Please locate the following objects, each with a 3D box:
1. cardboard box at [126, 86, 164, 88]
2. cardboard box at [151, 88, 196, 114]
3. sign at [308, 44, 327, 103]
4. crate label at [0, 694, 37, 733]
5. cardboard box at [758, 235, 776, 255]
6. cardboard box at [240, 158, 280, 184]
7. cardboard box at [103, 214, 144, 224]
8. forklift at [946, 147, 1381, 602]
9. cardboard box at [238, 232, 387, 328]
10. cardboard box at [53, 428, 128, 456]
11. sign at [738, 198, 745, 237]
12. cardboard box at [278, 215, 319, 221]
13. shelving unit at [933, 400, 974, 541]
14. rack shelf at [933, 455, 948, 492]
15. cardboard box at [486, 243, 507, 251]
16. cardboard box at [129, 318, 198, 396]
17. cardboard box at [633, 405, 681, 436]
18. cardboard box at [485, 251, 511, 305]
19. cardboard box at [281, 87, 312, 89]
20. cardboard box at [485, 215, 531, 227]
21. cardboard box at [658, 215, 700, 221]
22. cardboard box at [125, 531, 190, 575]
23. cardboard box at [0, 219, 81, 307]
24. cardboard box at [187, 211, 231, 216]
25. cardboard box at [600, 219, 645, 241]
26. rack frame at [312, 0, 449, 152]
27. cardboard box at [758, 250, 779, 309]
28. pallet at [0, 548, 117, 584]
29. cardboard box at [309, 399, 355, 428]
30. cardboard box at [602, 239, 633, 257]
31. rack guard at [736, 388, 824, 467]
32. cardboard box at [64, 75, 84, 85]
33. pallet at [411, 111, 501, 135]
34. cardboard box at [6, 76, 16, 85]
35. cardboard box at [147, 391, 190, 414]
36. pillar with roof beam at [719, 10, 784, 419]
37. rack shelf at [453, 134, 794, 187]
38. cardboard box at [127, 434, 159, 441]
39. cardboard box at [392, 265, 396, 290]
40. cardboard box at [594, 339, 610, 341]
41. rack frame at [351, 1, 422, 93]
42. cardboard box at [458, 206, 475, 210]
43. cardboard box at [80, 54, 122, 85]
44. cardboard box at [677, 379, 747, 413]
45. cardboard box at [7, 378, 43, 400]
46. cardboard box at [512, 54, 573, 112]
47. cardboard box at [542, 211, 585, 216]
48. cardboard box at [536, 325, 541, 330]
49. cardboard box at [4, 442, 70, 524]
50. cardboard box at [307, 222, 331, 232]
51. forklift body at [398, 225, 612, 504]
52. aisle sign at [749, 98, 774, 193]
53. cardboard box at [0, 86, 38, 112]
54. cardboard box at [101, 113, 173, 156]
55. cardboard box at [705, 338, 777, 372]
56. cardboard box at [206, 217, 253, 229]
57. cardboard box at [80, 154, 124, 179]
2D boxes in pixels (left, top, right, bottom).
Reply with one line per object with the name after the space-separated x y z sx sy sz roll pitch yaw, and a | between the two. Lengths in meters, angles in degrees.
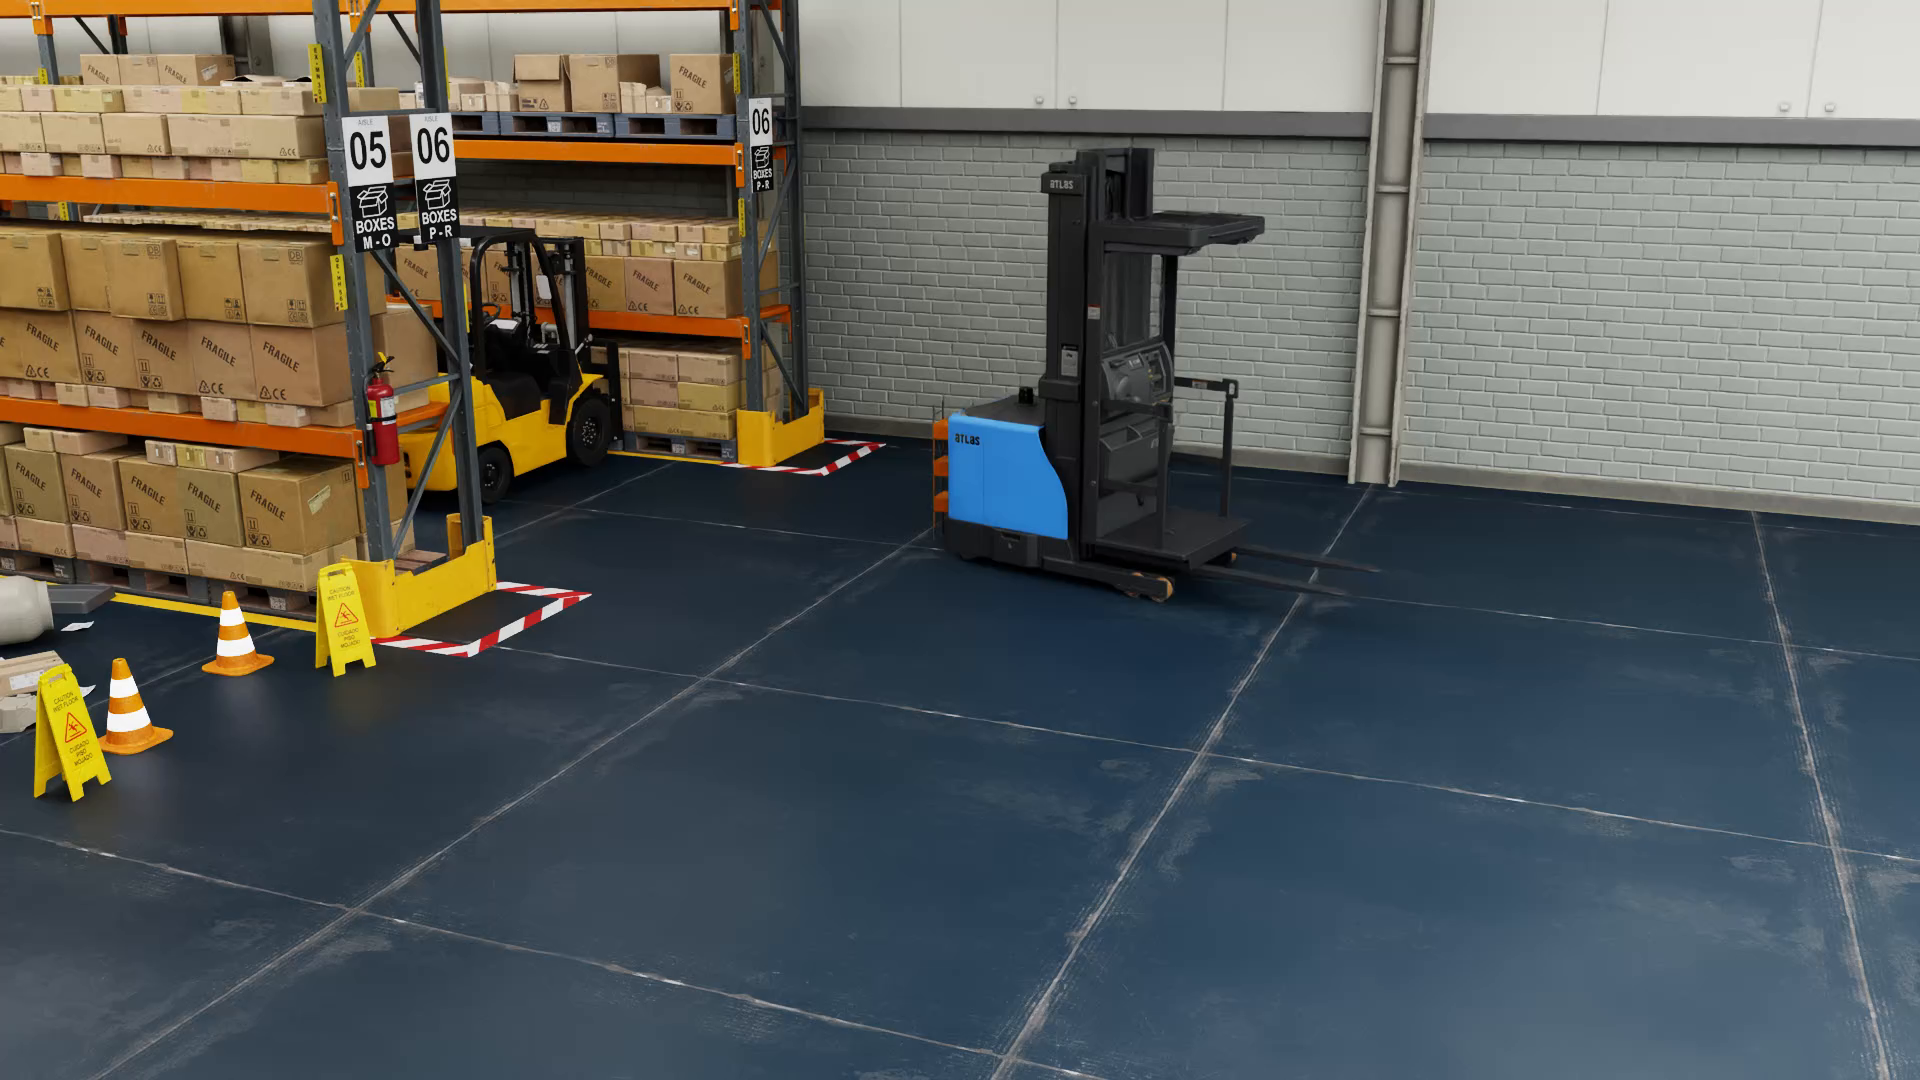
-5.362 -2.976 11.184 0.250 0.149 0.380 7 17 21 | cardboard box
-4.828 -2.758 10.435 0.250 0.149 0.380 6 17 21 | cardboard box
-3.716 -2.697 9.616 0.005 0.325 0.100 6 17 21 | sign
-5.212 0.950 9.155 0.298 0.136 0.250 -2 16 -8 | crate label
-1.896 -2.723 15.329 0.250 0.149 0.380 6 17 19 | cardboard box
-4.172 -2.274 10.198 0.250 0.149 0.380 6 17 21 | cardboard box
-8.681 -3.303 17.329 0.250 0.149 0.380 7 17 22 | cardboard box
1.402 -1.158 11.404 3.031 2.935 1.130 11 19 33 | forklift
-4.049 -1.640 10.437 0.500 0.500 0.700 6 17 19 | cardboard box
-5.940 -0.698 11.368 0.250 0.149 0.380 7 18 24 | cardboard box
-1.888 -2.792 14.408 0.005 0.325 0.100 6 17 21 | sign
-6.812 -3.266 17.200 0.250 0.149 0.380 6 17 20 | cardboard box
-0.050 -0.510 12.546 0.252 1.050 0.215 6 17 21 | shelving unit
-0.050 -0.499 12.549 0.240 0.259 0.215 6 17 21 | rack shelf
-4.257 -2.812 15.637 0.250 0.149 0.380 6 17 20 | cardboard box
-5.028 -1.253 10.896 0.500 0.500 0.500 6 17 20 | cardboard box
-2.688 -1.162 15.474 0.500 0.250 0.500 6 17 21 | cardboard box
-4.118 -2.505 15.742 0.500 0.500 0.500 6 17 20 | cardboard box
-4.200 -2.829 10.678 0.250 0.149 0.380 6 17 21 | cardboard box
-4.239 -2.964 15.626 0.250 0.149 0.380 6 17 20 | cardboard box
-2.616 -2.941 15.549 0.250 0.149 0.380 6 17 21 | cardboard box
-5.312 0.025 11.385 0.500 0.250 0.500 6 17 19 | cardboard box
-6.418 -1.895 11.313 0.500 0.500 0.700 6 17 21 | cardboard box
-7.984 -3.411 17.701 0.250 0.149 0.380 6 17 20 | cardboard box
-3.068 -2.825 15.149 0.250 0.149 0.380 7 18 22 | cardboard box
-3.494 -3.855 9.810 0.127 3.000 1.000 6 17 21 | rack frame
-2.035 -2.432 15.491 0.500 0.500 0.500 7 18 22 | cardboard box
-6.577 0.016 12.240 1.213 0.211 1.003 6 17 21 | pallet
-3.920 -0.836 10.622 0.250 0.149 0.380 7 18 22 | cardboard box
-3.061 -2.688 15.209 0.250 0.149 0.380 6 17 19 | cardboard box
-1.653 -1.058 15.423 0.348 0.500 1.175 6 17 21 | rack guard
-9.359 -4.892 17.784 0.250 0.149 0.380 6 17 19 | cardboard box
-4.594 -3.988 15.809 1.213 0.211 1.003 6 17 21 | pallet
-9.752 -4.795 17.451 0.250 0.149 0.380 6 17 19 | cardboard box
-5.135 -0.948 11.011 0.250 0.149 0.380 6 17 20 | cardboard box
-3.572 -4.331 11.451 0.400 9.000 9.100 6 17 21 | pillar with roof beam
-3.536 -3.561 15.469 4.000 0.370 1.077 6 17 21 | rack shelf
-5.617 -0.530 11.951 0.500 0.500 0.500 7 18 24 | cardboard box
-5.962 -2.582 16.457 0.500 0.250 0.500 7 17 22 | cardboard box
-3.637 -1.742 15.680 0.500 0.250 0.500 6 17 20 | cardboard box
-5.397 -5.551 15.656 0.127 3.000 1.000 6 17 21 | rack frame
-4.989 -3.219 16.504 0.250 0.149 0.380 6 17 21 | cardboard box
-8.533 -4.681 16.924 0.500 0.500 0.500 6 17 21 | cardboard box
-2.243 -1.351 15.230 0.500 0.250 0.500 6 17 20 | cardboard box
-6.310 -1.081 11.466 0.250 0.149 0.380 7 18 22 | cardboard box
-3.623 -4.184 15.206 0.637 0.503 0.797 7 18 22 | cardboard box
-3.809 -3.079 16.023 0.250 0.149 0.380 6 17 20 | cardboard box
-4.391 -1.984 16.512 0.500 0.250 0.500 6 17 20 | cardboard box
-6.262 -0.442 11.649 0.500 0.500 0.500 7 18 23 | cardboard box
-6.251 -3.068 16.518 0.250 0.149 0.380 6 17 21 | cardboard box
-4.109 -1.574 14.239 1.214 2.155 2.313 6 17 21 | forklift body
-1.722 -3.427 14.435 0.004 0.787 0.394 6 17 21 | aisle sign
-6.062 -2.874 10.834 0.250 0.149 0.380 6 17 19 | cardboard box
-5.020 -2.571 10.504 0.500 0.250 0.500 7 18 22 | cardboard box
-2.053 -1.721 15.606 0.500 0.250 0.500 6 17 20 | cardboard box
-7.447 -3.199 16.971 0.250 0.149 0.380 6 17 21 | cardboard box
-5.373 -2.403 10.641 0.250 0.149 0.380 6 17 20 | cardboard box
